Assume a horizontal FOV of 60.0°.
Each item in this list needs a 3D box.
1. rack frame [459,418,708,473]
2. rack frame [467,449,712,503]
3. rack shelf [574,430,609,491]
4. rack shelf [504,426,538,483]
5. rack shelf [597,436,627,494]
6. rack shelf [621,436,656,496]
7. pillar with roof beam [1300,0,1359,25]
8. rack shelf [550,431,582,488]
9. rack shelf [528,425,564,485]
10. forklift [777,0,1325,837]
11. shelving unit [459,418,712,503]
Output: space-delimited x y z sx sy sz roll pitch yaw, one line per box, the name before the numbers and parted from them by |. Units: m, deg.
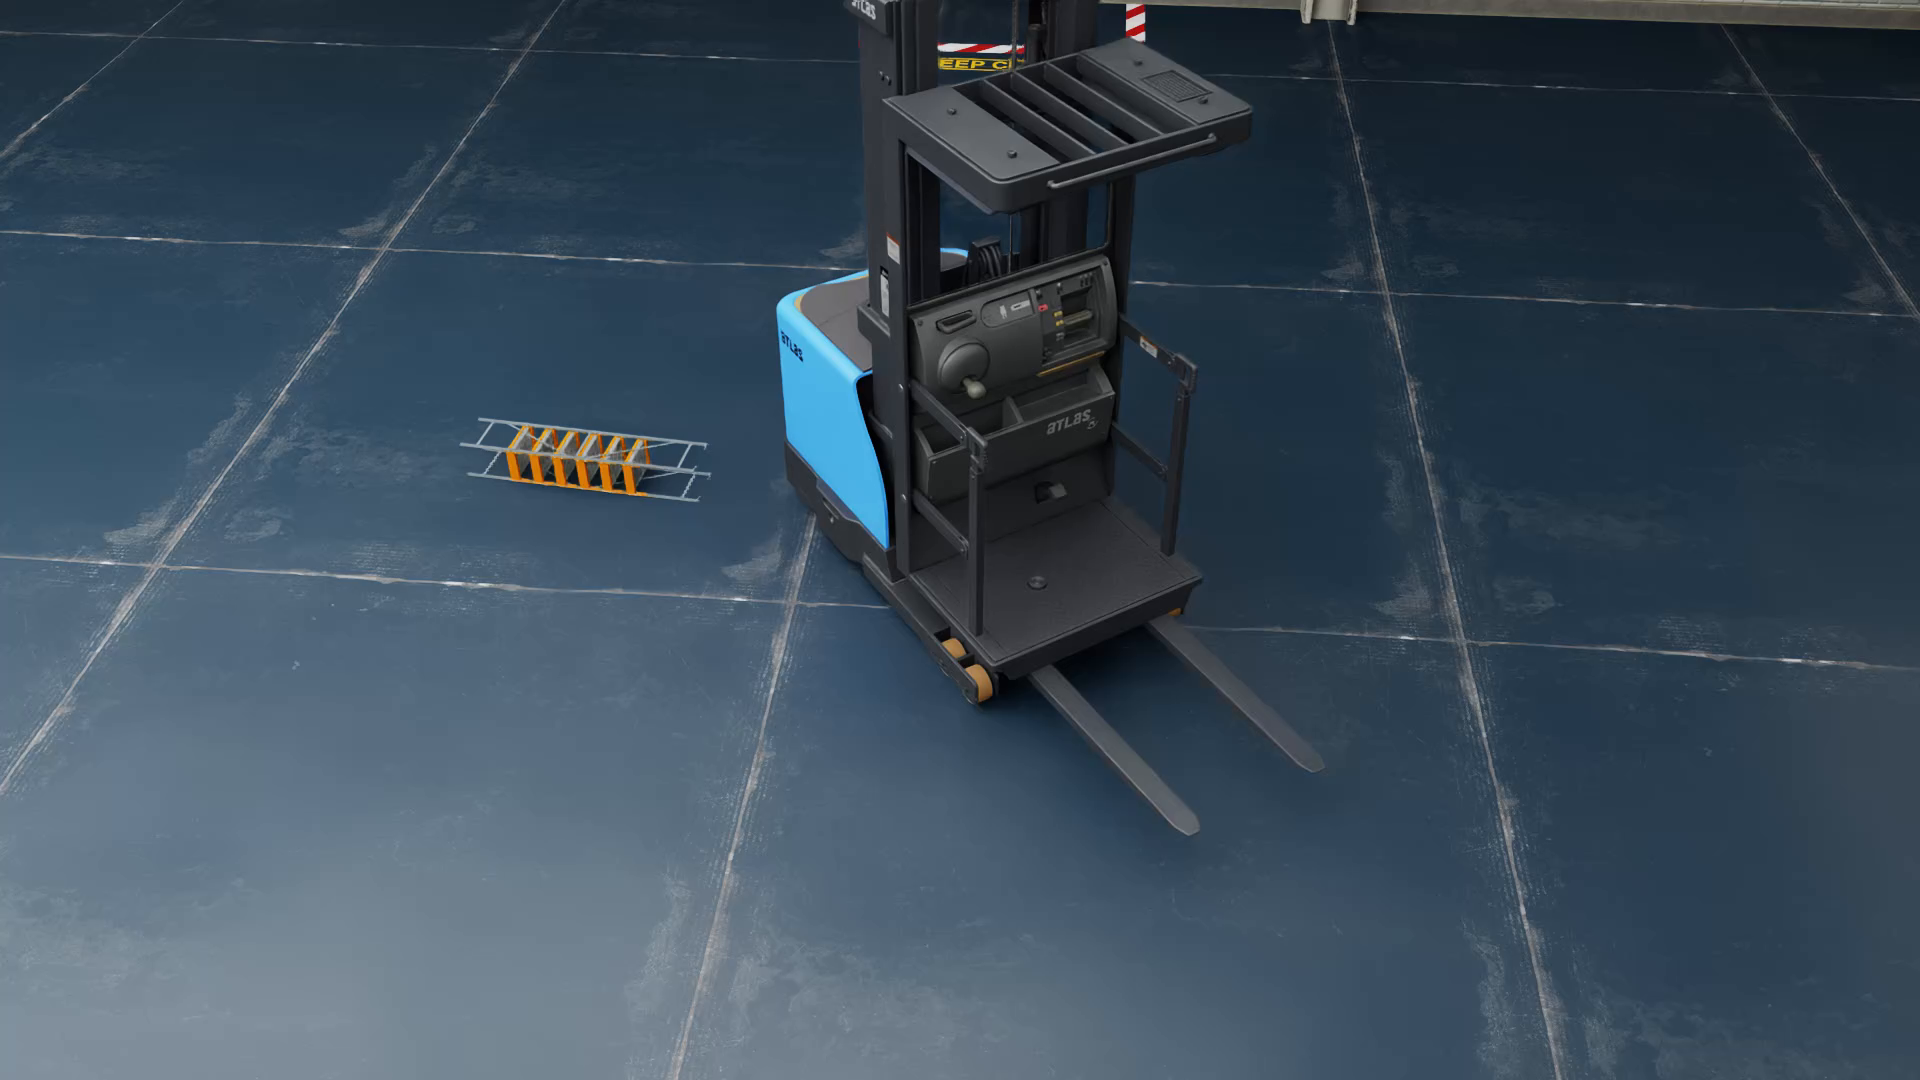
rack frame | -1.855 -0.471 8.200 1.200 0.006 0.240 7 40 8
rack frame | -1.855 -0.329 8.316 1.200 0.006 0.240 7 40 8
rack shelf | -1.811 -0.394 8.252 0.103 0.180 0.258 7 40 8
rack shelf | -2.165 -0.436 8.303 0.103 0.180 0.258 7 40 8
rack shelf | -1.693 -0.381 8.235 0.103 0.180 0.258 7 40 8
rack shelf | -1.575 -0.367 8.217 0.103 0.180 0.258 7 40 8
pillar with roof beam | 2.482 -4.853 6.754 0.400 9.000 9.100 3 39 4
rack shelf | -1.929 -0.408 8.269 0.103 0.180 0.258 7 40 8
rack shelf | -2.047 -0.422 8.286 0.103 0.180 0.258 7 40 8
forklift | 0.346 -0.781 6.558 1.130 2.935 3.031 -21 44 -24
shelving unit | -1.855 -0.400 8.258 1.200 0.189 0.258 7 40 8
